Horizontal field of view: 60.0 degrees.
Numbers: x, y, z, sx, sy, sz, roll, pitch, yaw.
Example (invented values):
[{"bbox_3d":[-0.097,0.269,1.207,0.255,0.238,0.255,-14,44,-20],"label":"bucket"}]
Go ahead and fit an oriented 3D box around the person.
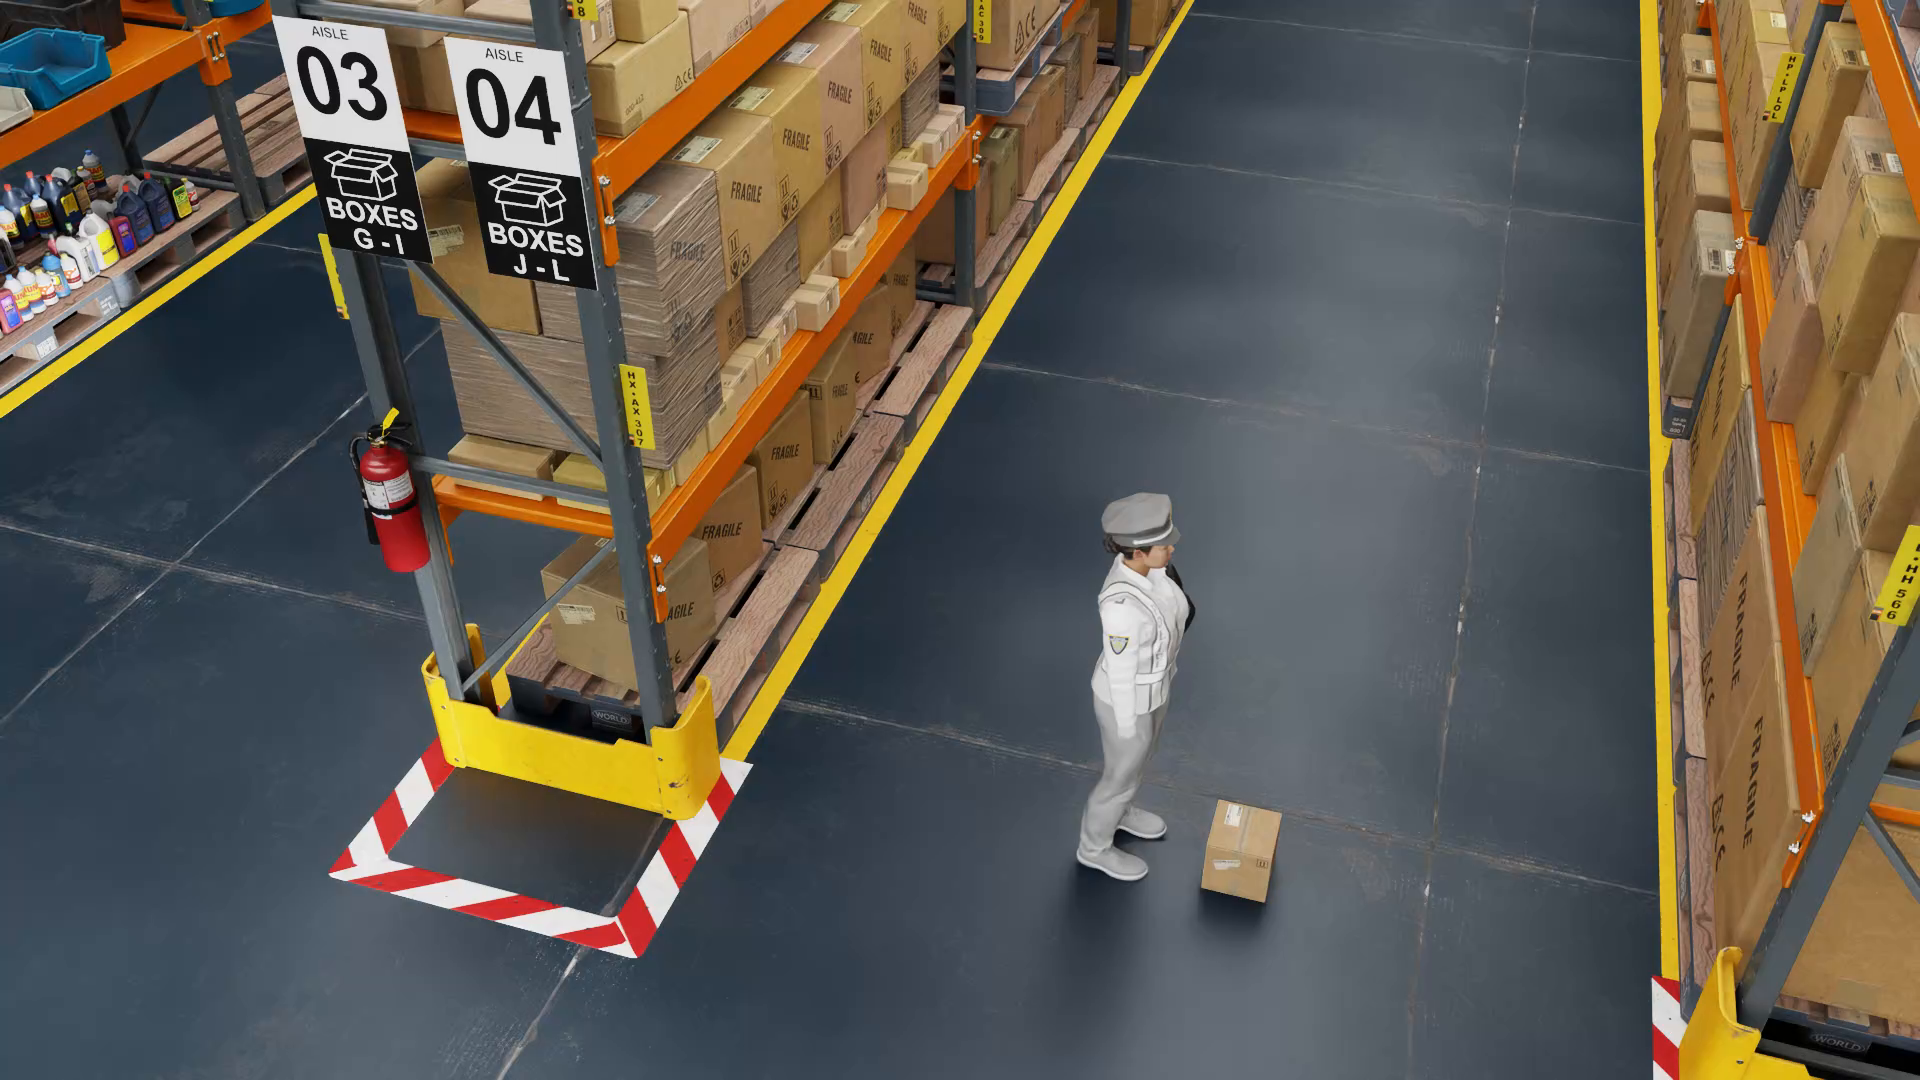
[{"bbox_3d":[0.654,0.546,6.162,0.340,1.681,0.466,12,39,15],"label":"person"}]
